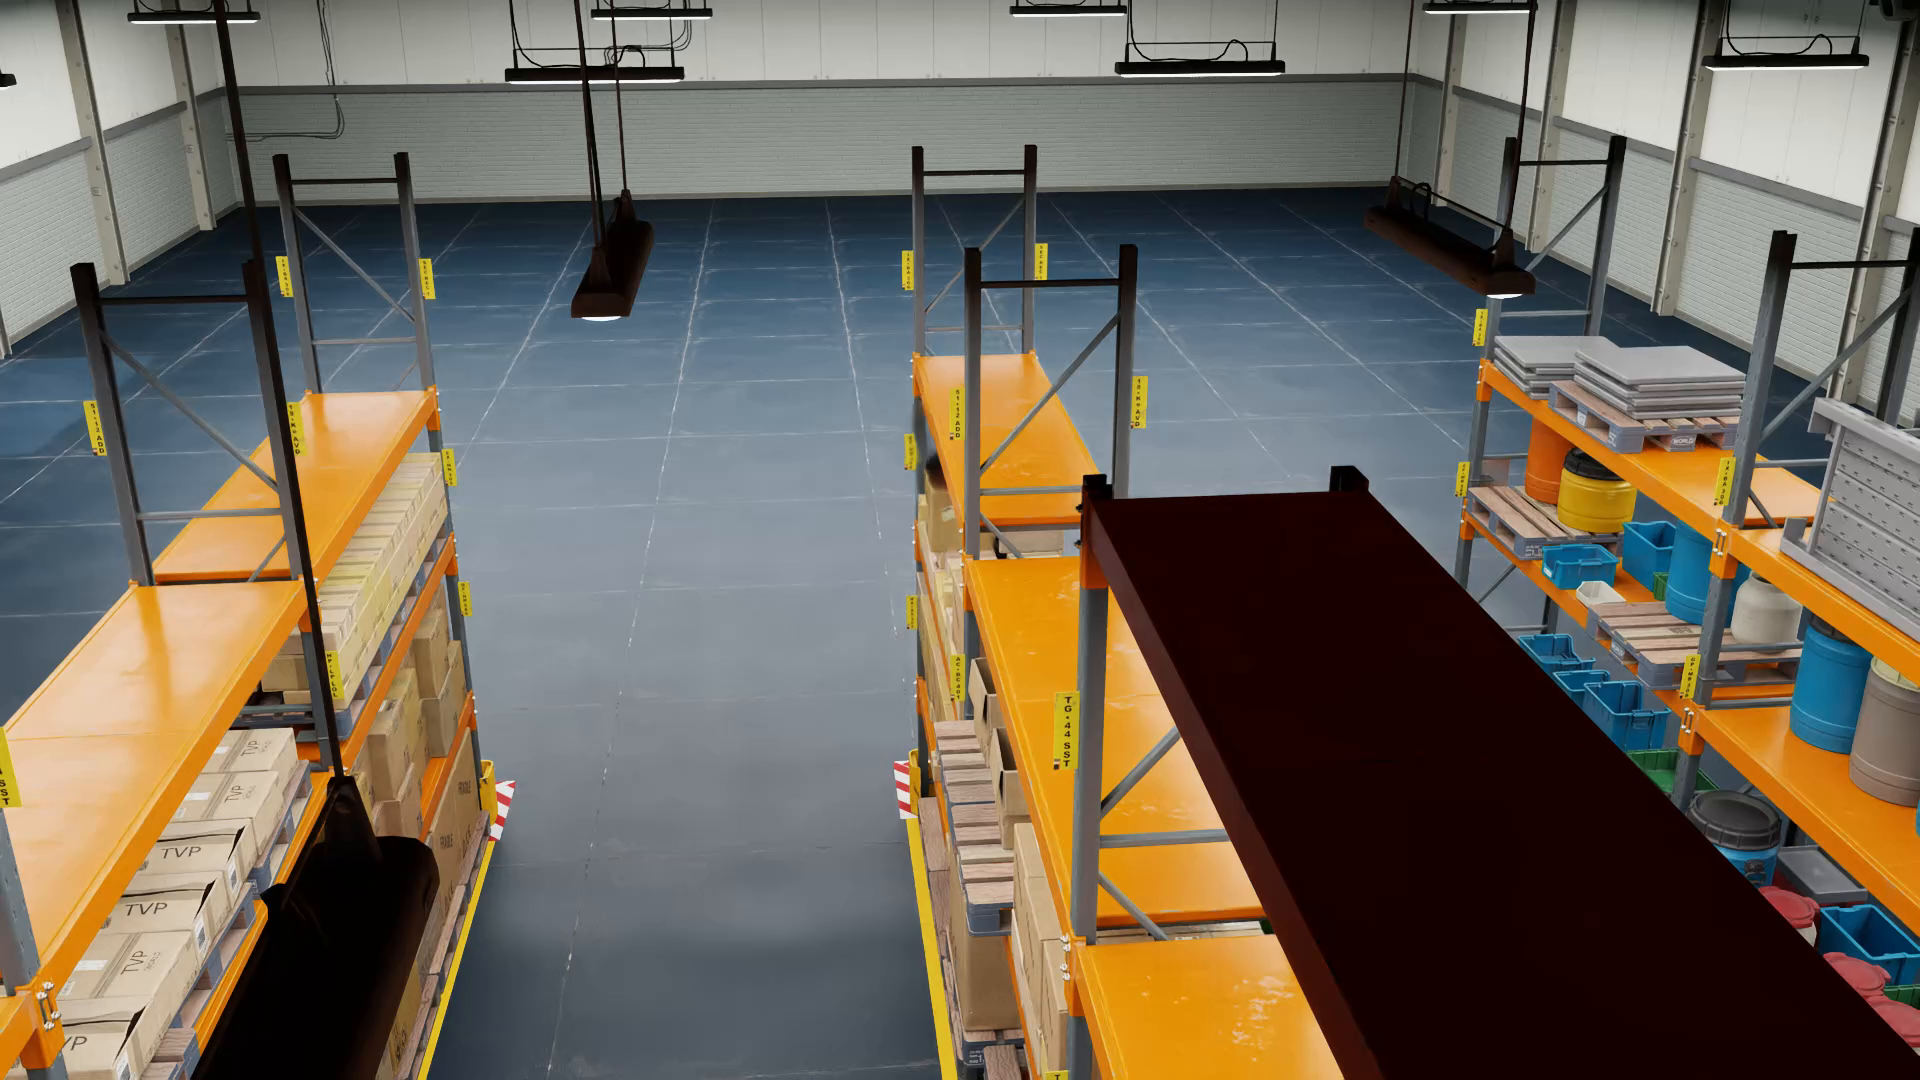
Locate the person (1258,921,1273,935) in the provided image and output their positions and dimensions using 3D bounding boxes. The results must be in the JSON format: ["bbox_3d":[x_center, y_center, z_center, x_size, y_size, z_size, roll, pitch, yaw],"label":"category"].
[{"bbox_3d":[2.531,2.563,12.819,0.530,1.739,0.956,-3,22,-8],"label":"person"}]
